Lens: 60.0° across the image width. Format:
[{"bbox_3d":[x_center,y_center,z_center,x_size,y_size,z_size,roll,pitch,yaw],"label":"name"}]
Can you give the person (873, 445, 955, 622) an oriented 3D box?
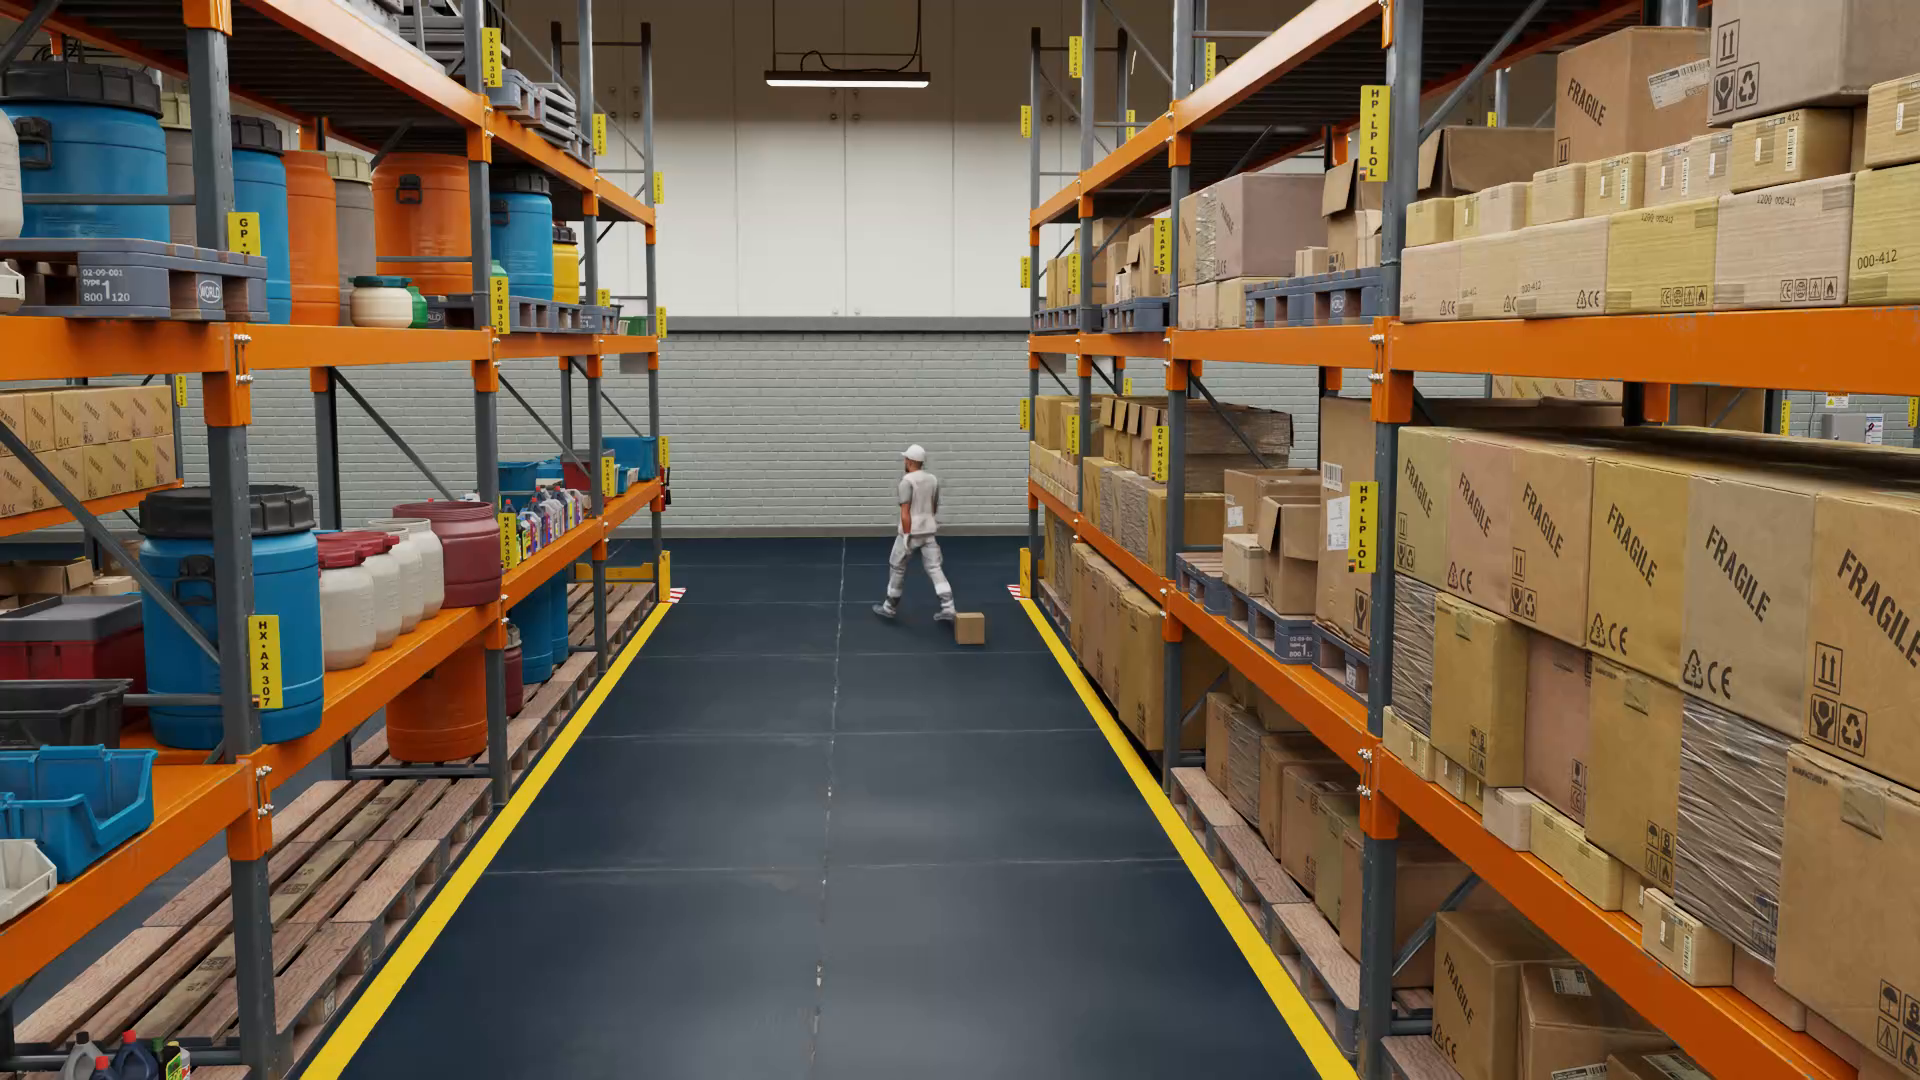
[{"bbox_3d":[-0.433,-0.061,16.243,0.520,1.737,1.087,-5,9,-38],"label":"person"}]
